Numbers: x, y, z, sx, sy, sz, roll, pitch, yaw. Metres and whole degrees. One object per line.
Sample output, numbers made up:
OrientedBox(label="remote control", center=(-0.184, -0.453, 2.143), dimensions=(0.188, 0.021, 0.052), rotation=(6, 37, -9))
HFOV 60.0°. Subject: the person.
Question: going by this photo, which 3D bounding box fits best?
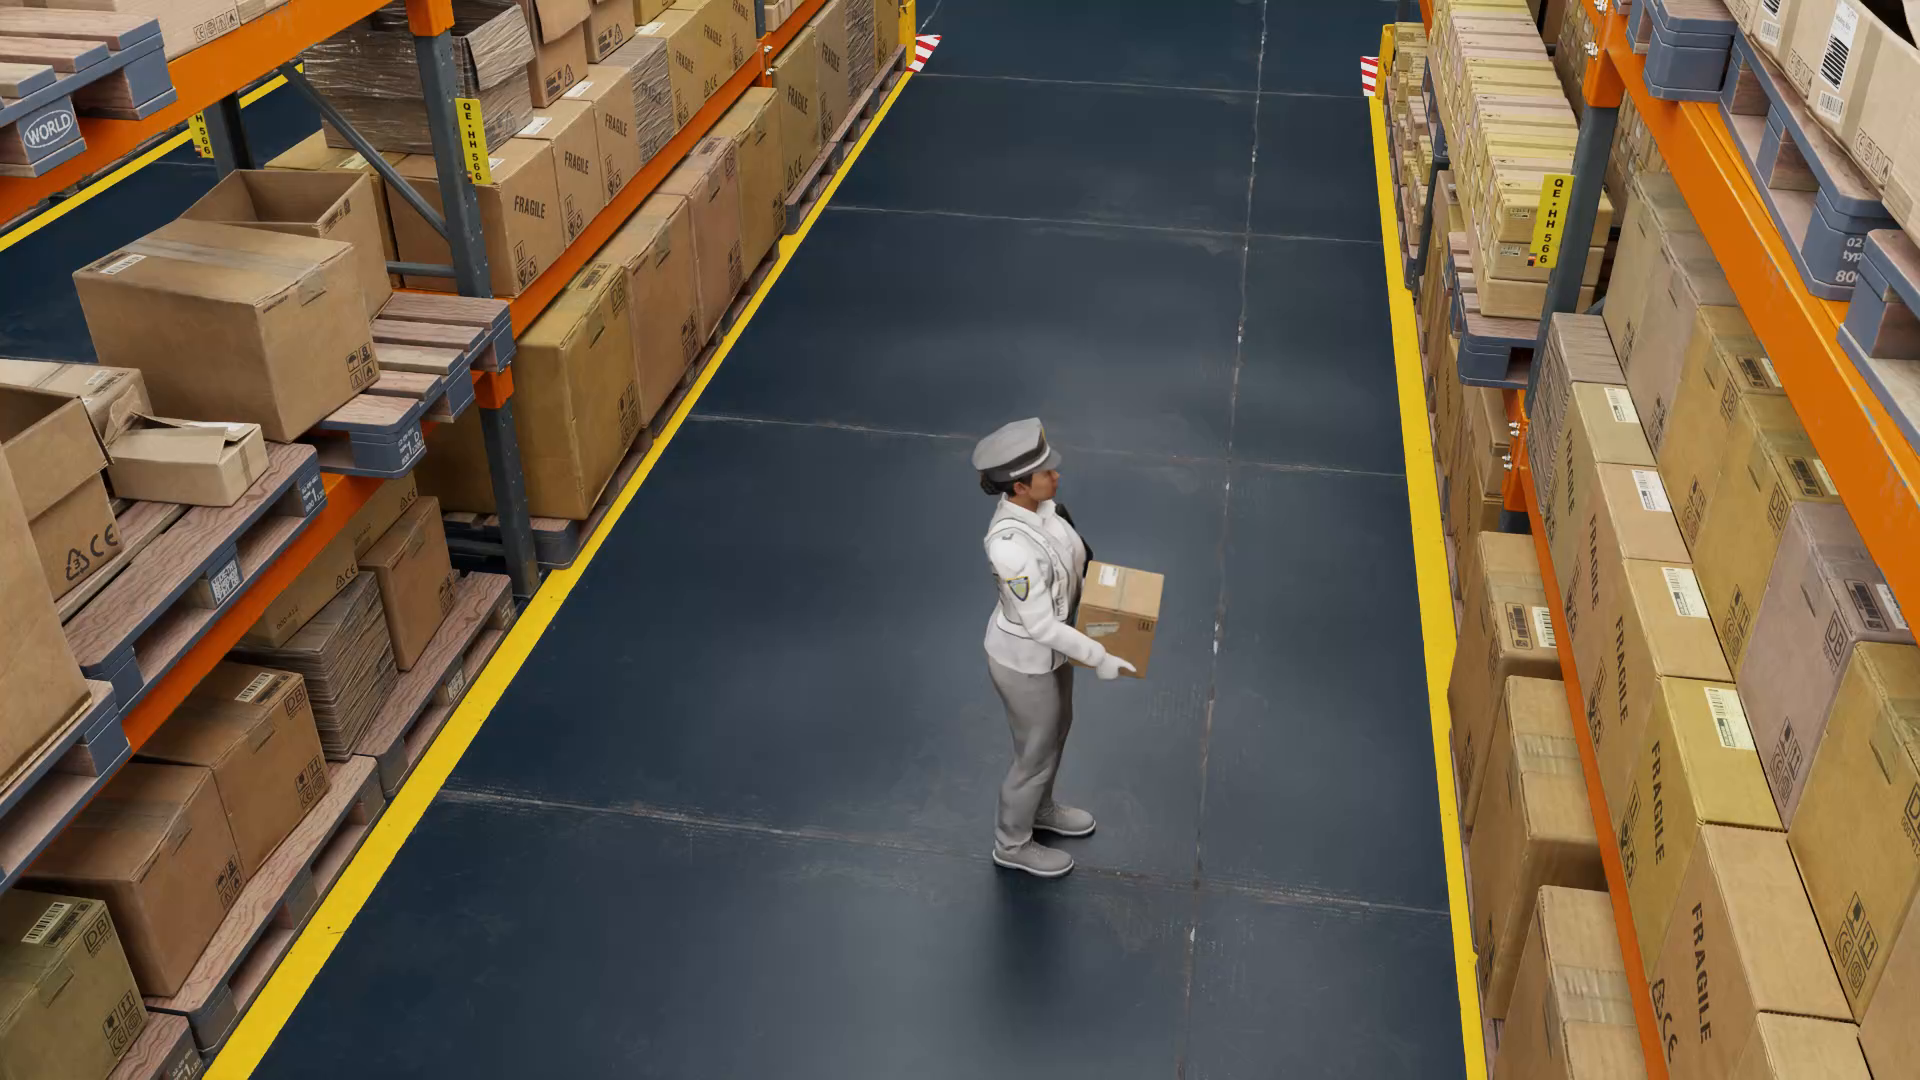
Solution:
OrientedBox(label="person", center=(0.314, 0.376, 5.527), dimensions=(0.563, 1.686, 0.459), rotation=(6, 33, 9))
